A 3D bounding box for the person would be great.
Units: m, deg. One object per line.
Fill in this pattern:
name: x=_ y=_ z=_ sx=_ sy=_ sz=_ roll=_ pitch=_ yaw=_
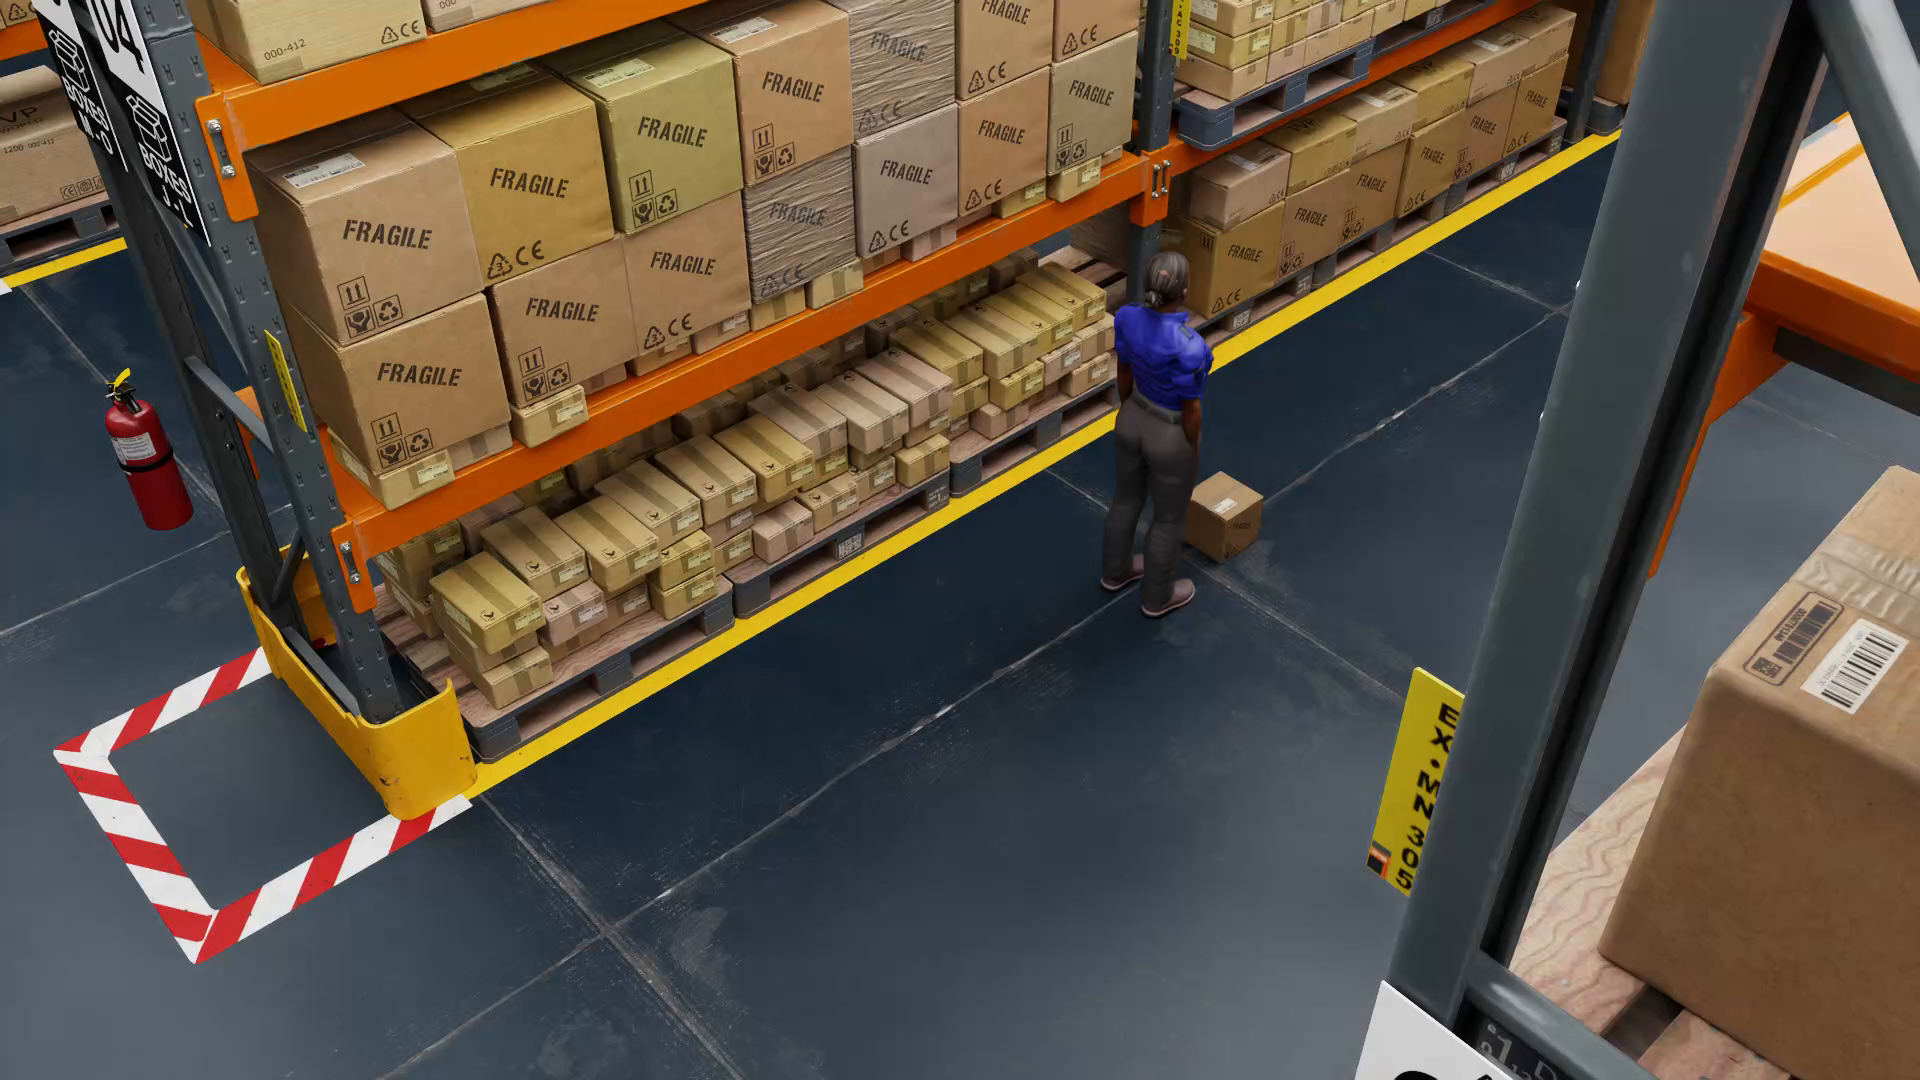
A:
person: x=0.791 y=-0.429 z=6.669 sx=0.317 sy=1.663 sz=0.436 roll=-30 pitch=48 yaw=-31
